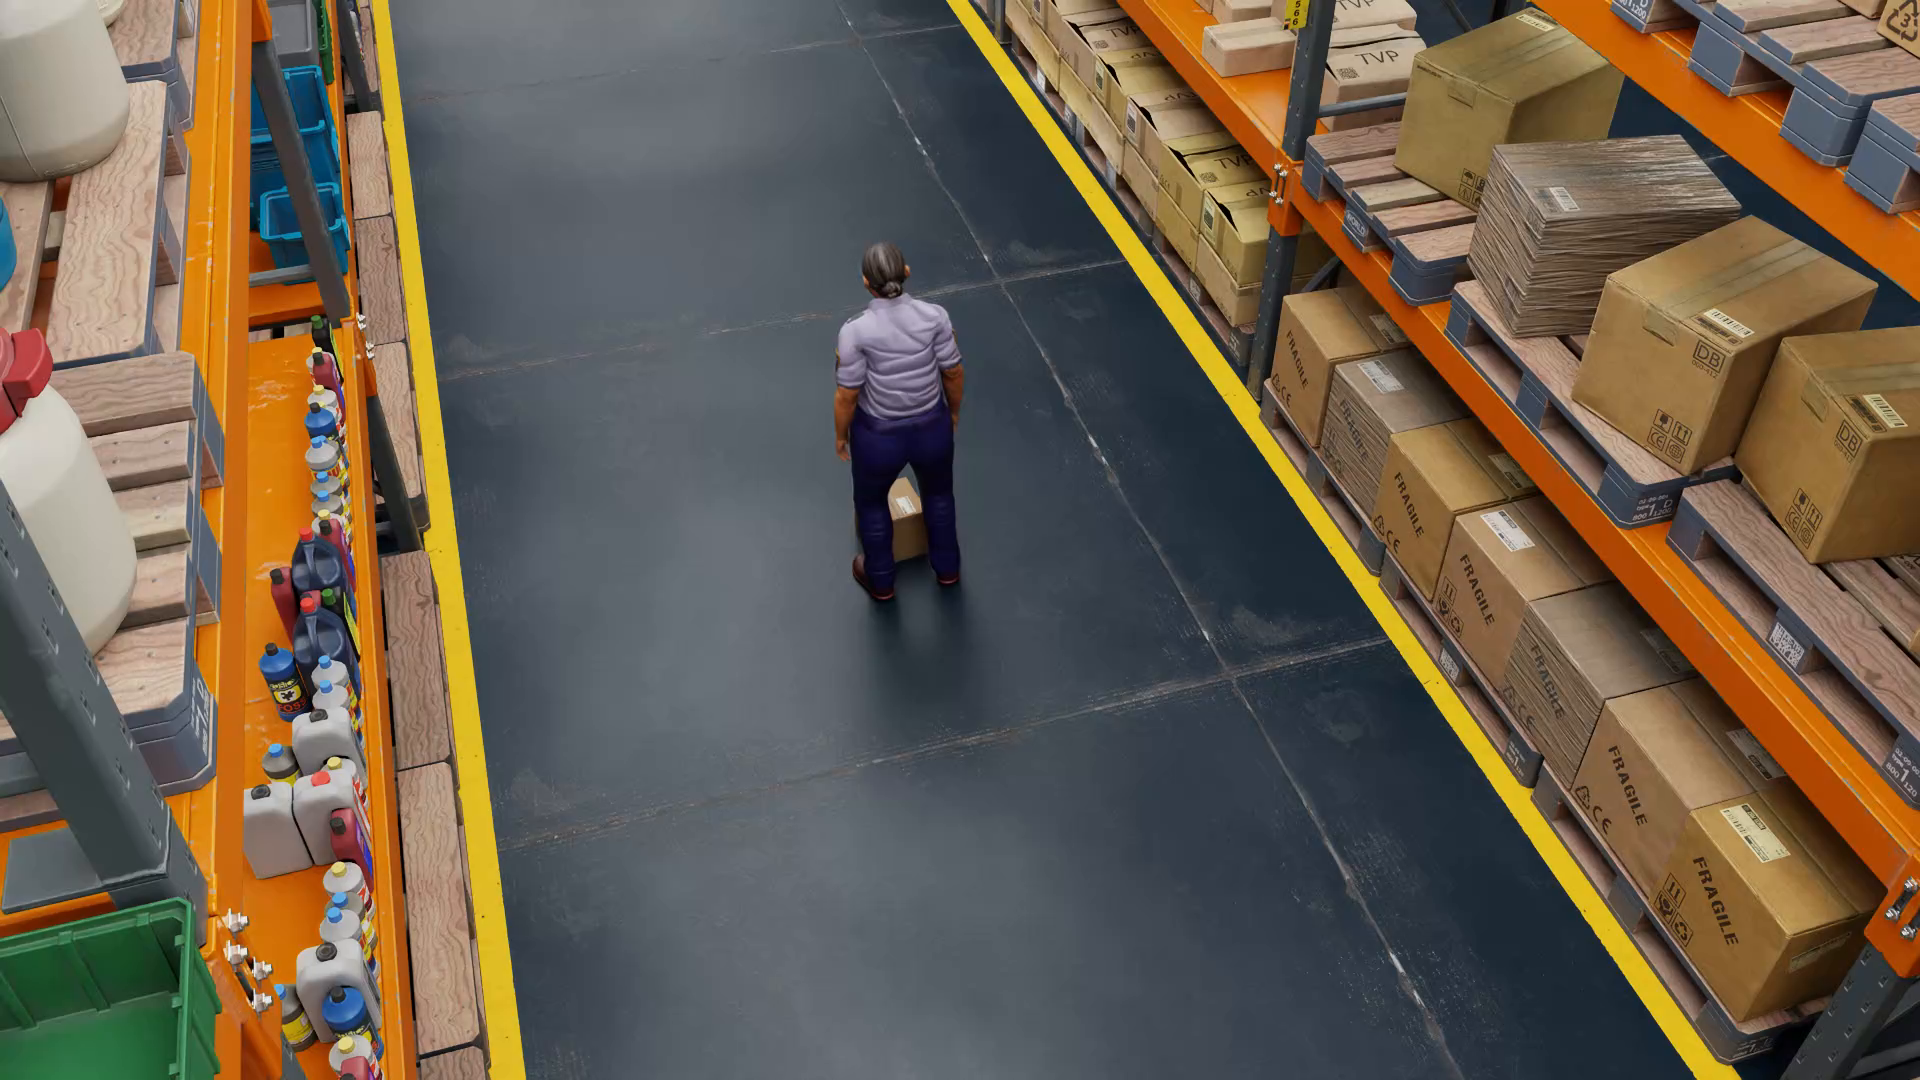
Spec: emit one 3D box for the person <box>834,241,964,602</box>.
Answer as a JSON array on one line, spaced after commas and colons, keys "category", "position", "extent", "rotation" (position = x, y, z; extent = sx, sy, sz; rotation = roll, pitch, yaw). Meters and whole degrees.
[{"category": "person", "position": [-0.233, -0.440, 6.647], "extent": [0.547, 1.651, 0.367], "rotation": [-12, 44, -13]}]
